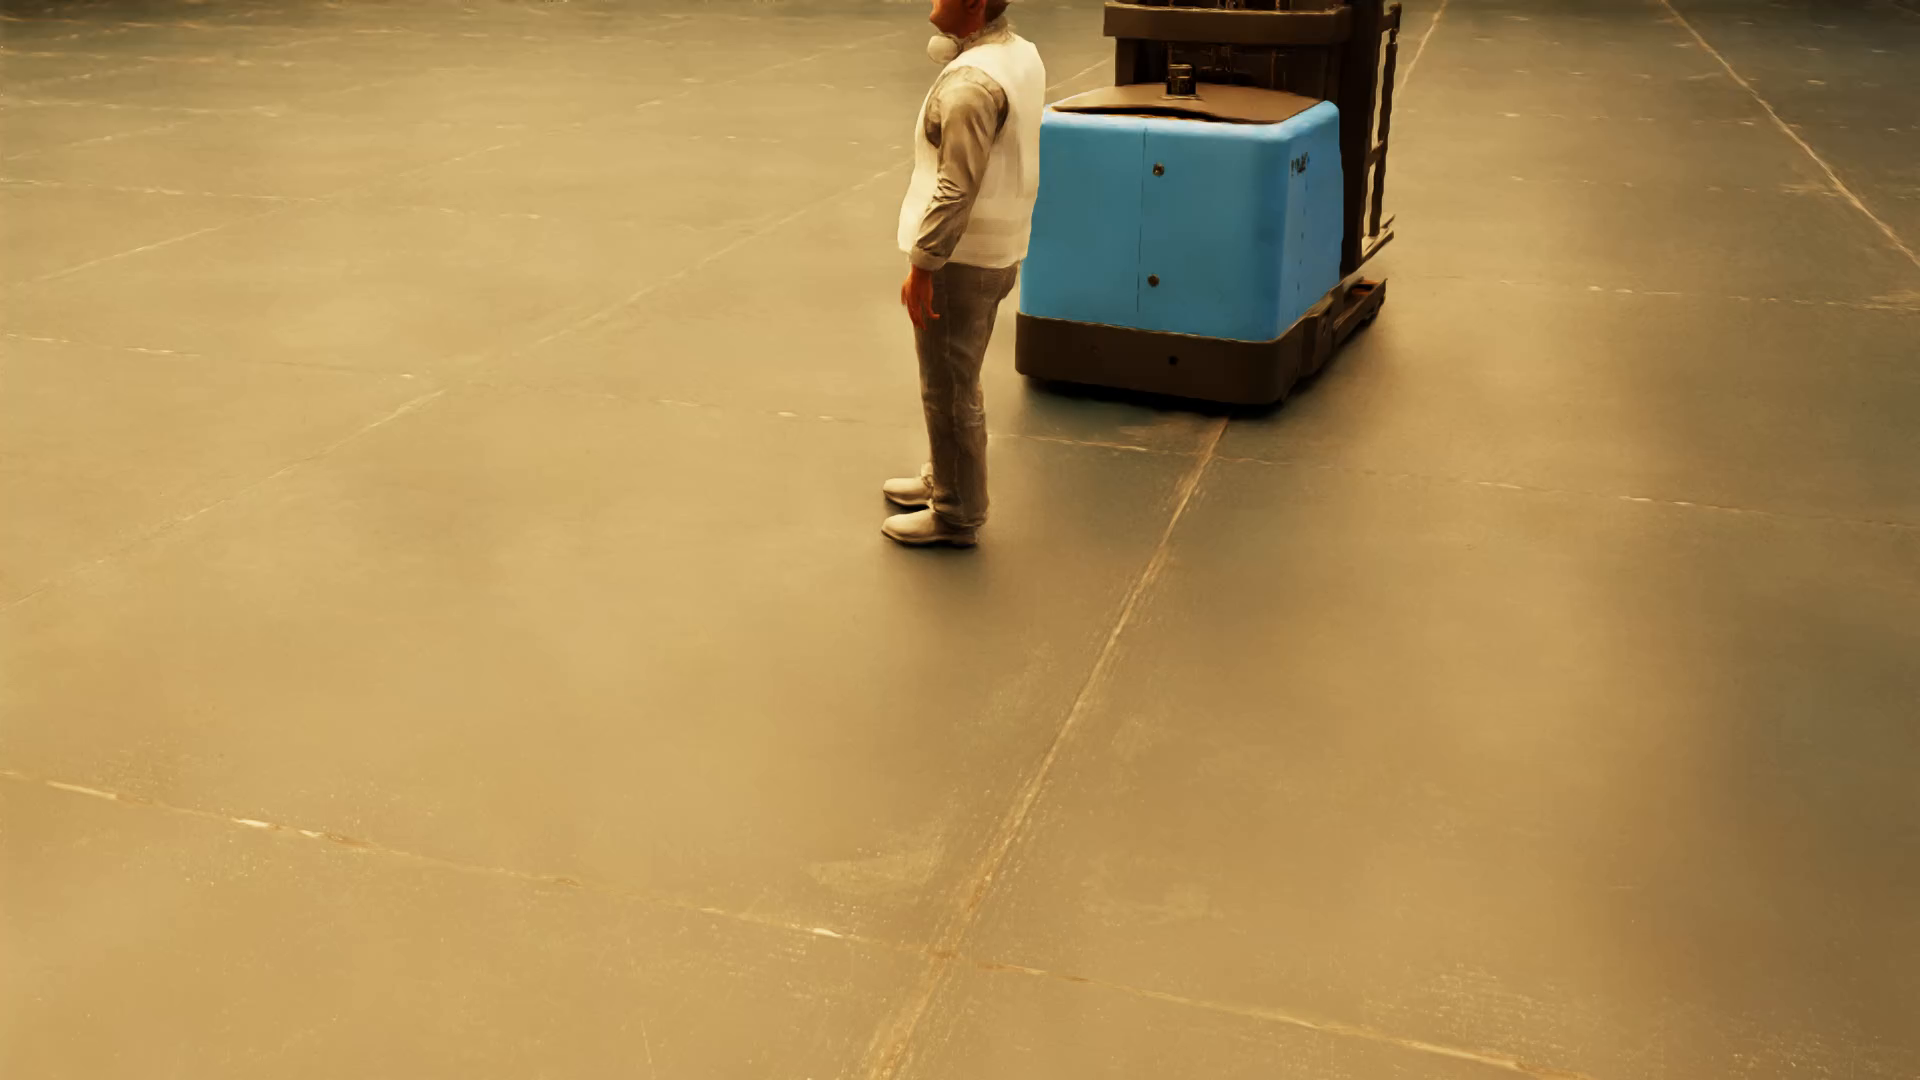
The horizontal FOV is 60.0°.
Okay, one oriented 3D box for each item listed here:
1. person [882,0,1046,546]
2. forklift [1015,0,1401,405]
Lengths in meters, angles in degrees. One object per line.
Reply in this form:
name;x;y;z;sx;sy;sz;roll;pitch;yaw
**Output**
person;-0.057;-0.837;4.804;0.567;1.773;0.632;7;23;16
forklift;1.304;-2.379;7.043;1.130;2.935;3.031;10;25;23
